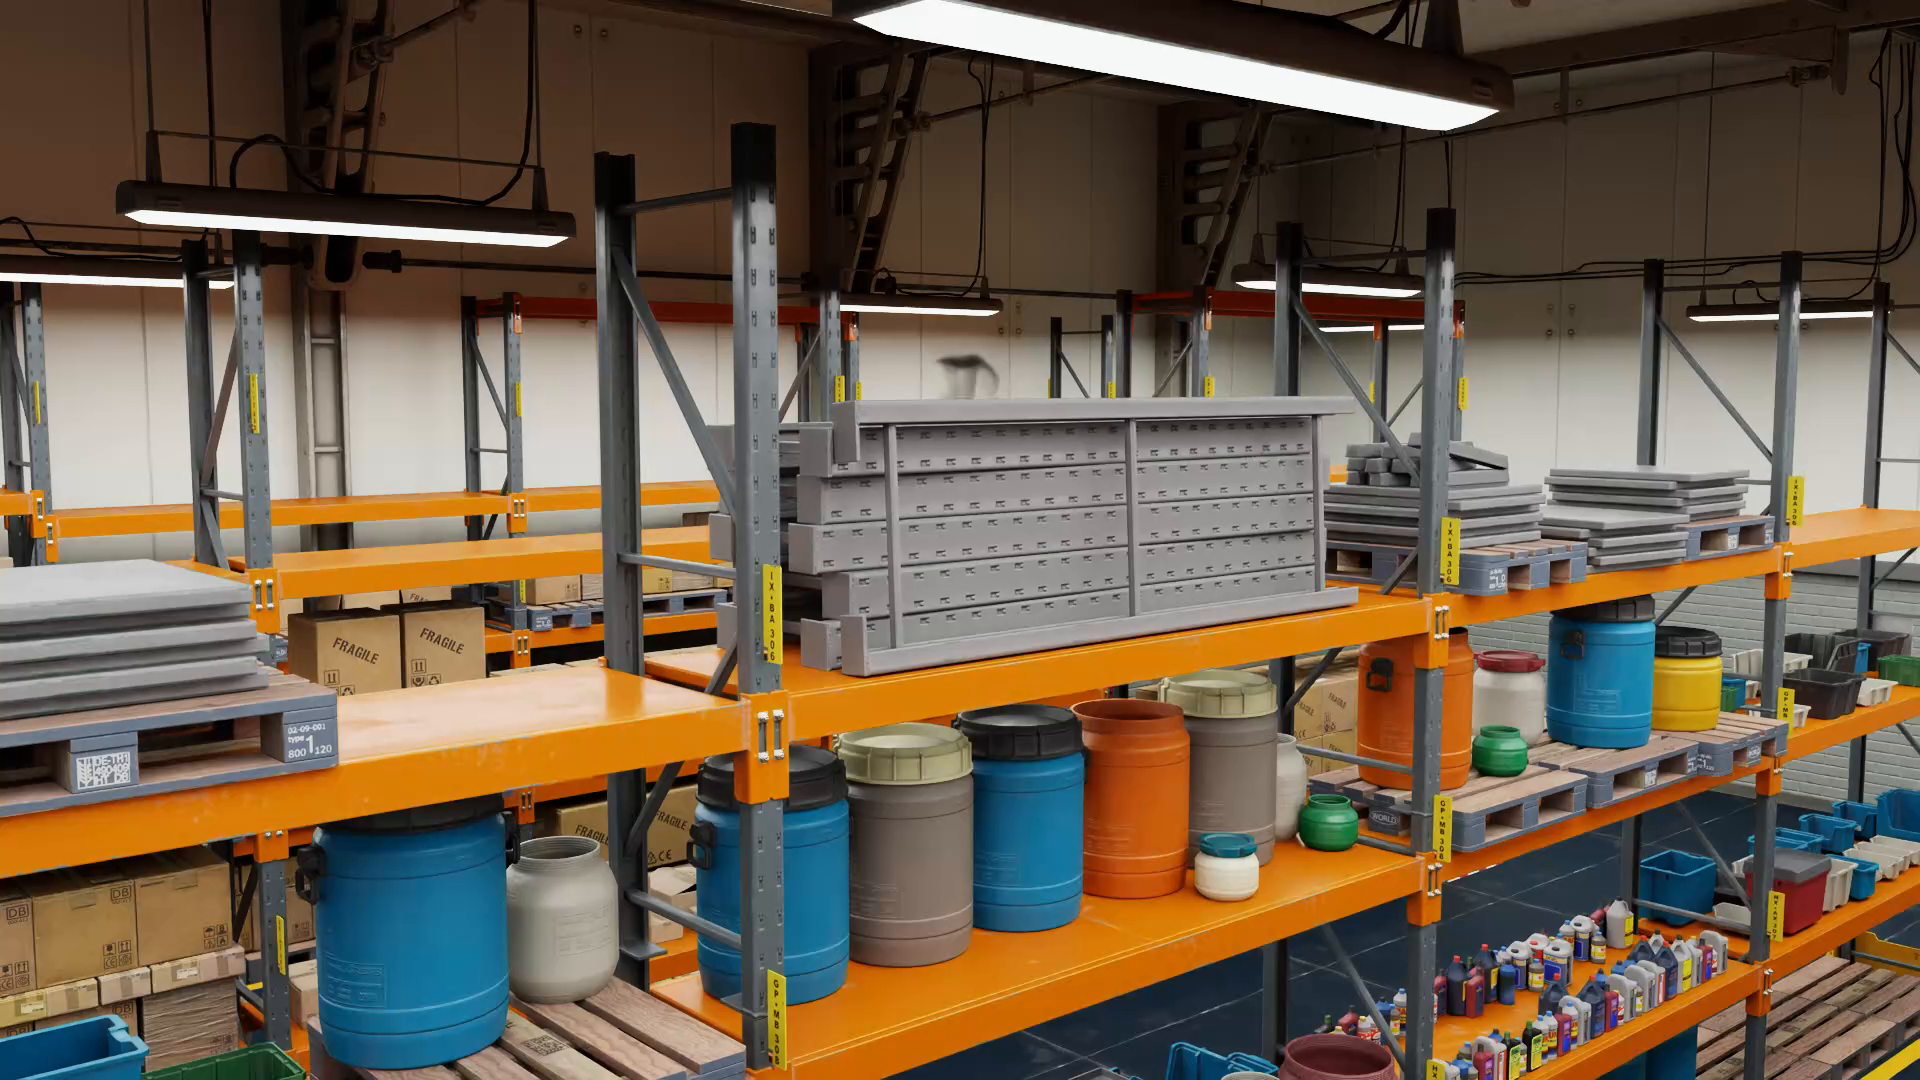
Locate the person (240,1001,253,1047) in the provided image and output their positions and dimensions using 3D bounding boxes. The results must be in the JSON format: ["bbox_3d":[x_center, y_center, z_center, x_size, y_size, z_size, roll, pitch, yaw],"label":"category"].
[{"bbox_3d":[-5.103,3.376,11.226,0.597,1.484,0.783,3,6,30],"label":"person"}]
